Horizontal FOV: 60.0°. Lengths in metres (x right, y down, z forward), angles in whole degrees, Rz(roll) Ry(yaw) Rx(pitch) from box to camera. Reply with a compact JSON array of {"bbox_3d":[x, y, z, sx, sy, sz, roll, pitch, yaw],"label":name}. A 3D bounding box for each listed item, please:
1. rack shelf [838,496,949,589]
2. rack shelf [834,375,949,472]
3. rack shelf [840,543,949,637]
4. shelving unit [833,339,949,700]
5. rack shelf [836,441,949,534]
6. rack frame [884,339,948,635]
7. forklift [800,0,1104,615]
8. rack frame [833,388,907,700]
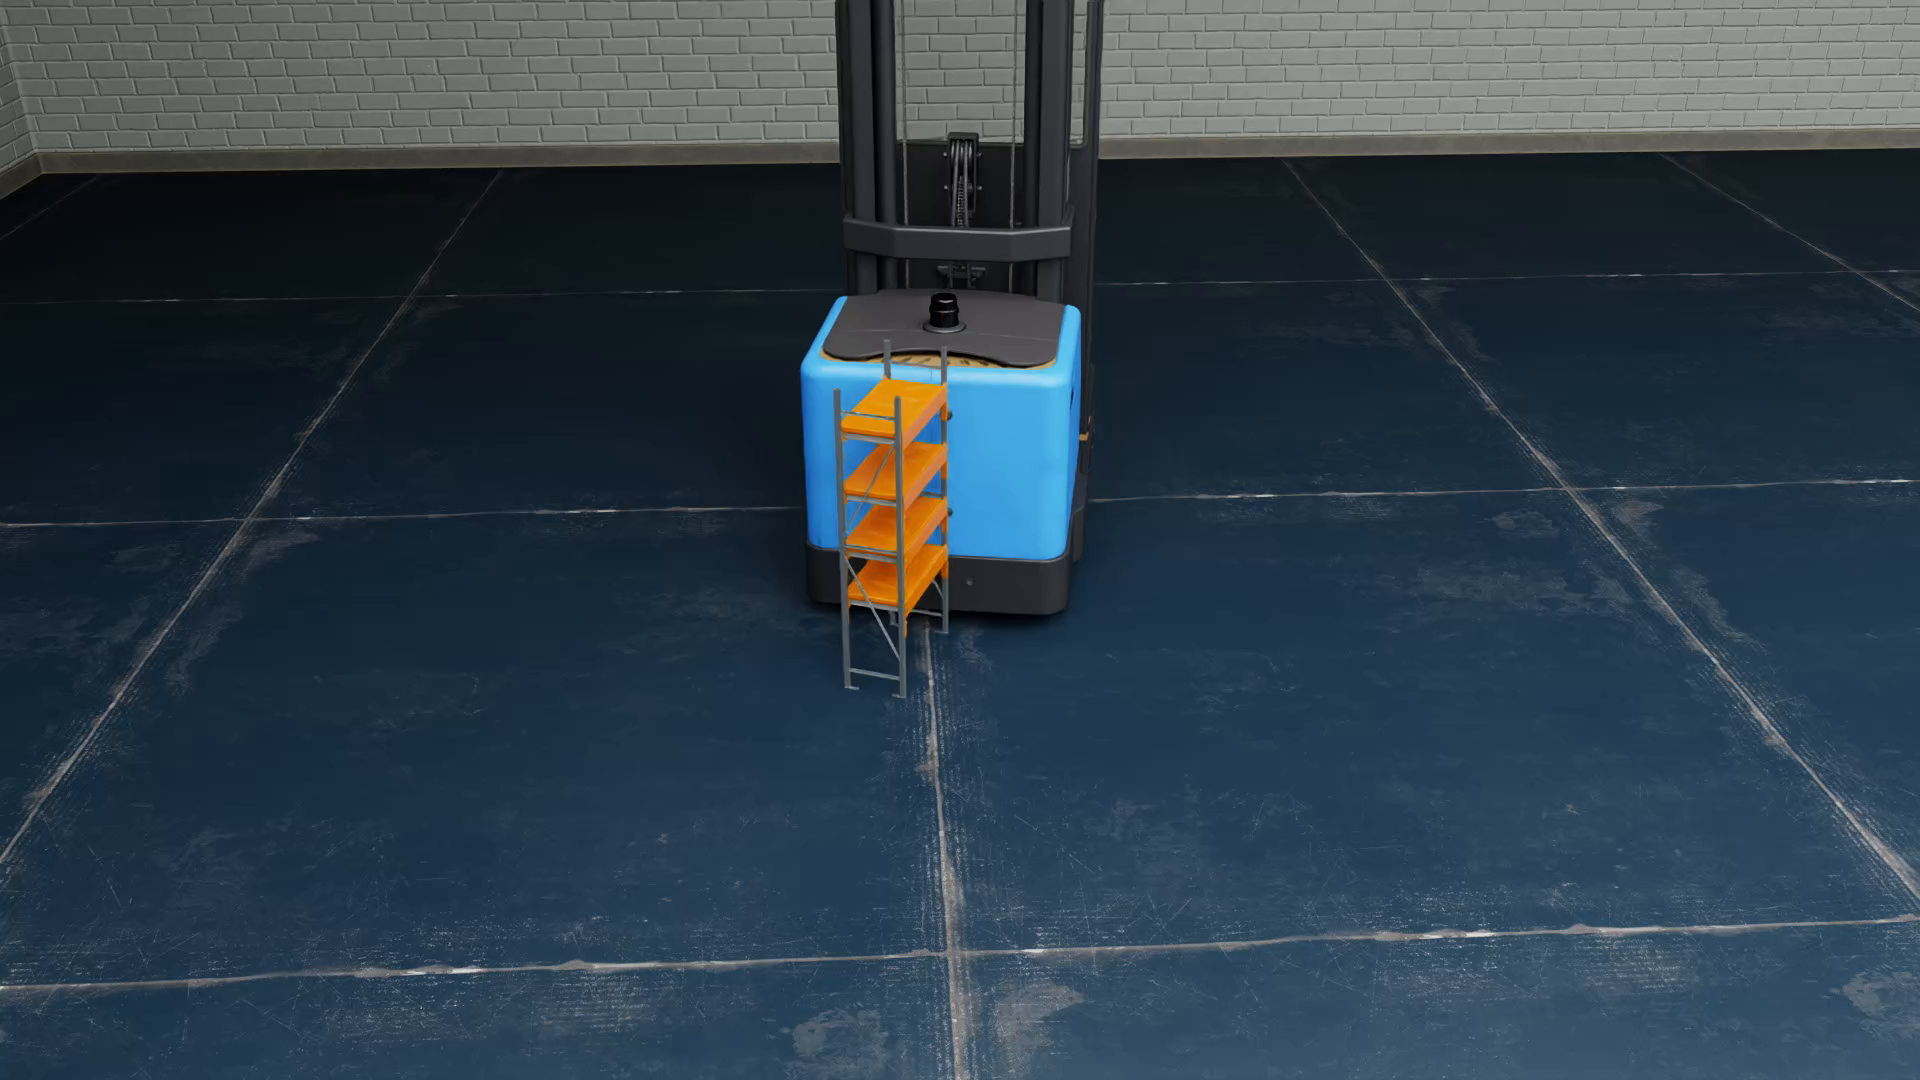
[{"bbox_3d":[-0.238,-0.012,6.120,0.258,0.148,0.480,9,29,16],"label":"rack shelf"},{"bbox_3d":[-0.238,-0.420,5.907,0.258,0.148,0.480,9,29,16],"label":"rack shelf"},{"bbox_3d":[-0.238,0.164,6.212,0.258,0.148,0.480,9,29,16],"label":"rack shelf"},{"bbox_3d":[-0.238,-0.071,6.089,0.258,1.200,0.503,9,29,16],"label":"shelving unit"},{"bbox_3d":[-0.238,-0.210,6.017,0.258,0.148,0.480,9,29,16],"label":"rack shelf"},{"bbox_3d":[-0.162,-0.178,6.295,0.240,1.200,0.015,9,29,16],"label":"rack frame"},{"bbox_3d":[0.066,-1.658,7.260,1.130,2.935,3.031,3,28,6],"label":"forklift"},{"bbox_3d":[-0.313,0.036,5.883,0.240,1.200,0.015,9,29,16],"label":"rack frame"}]
